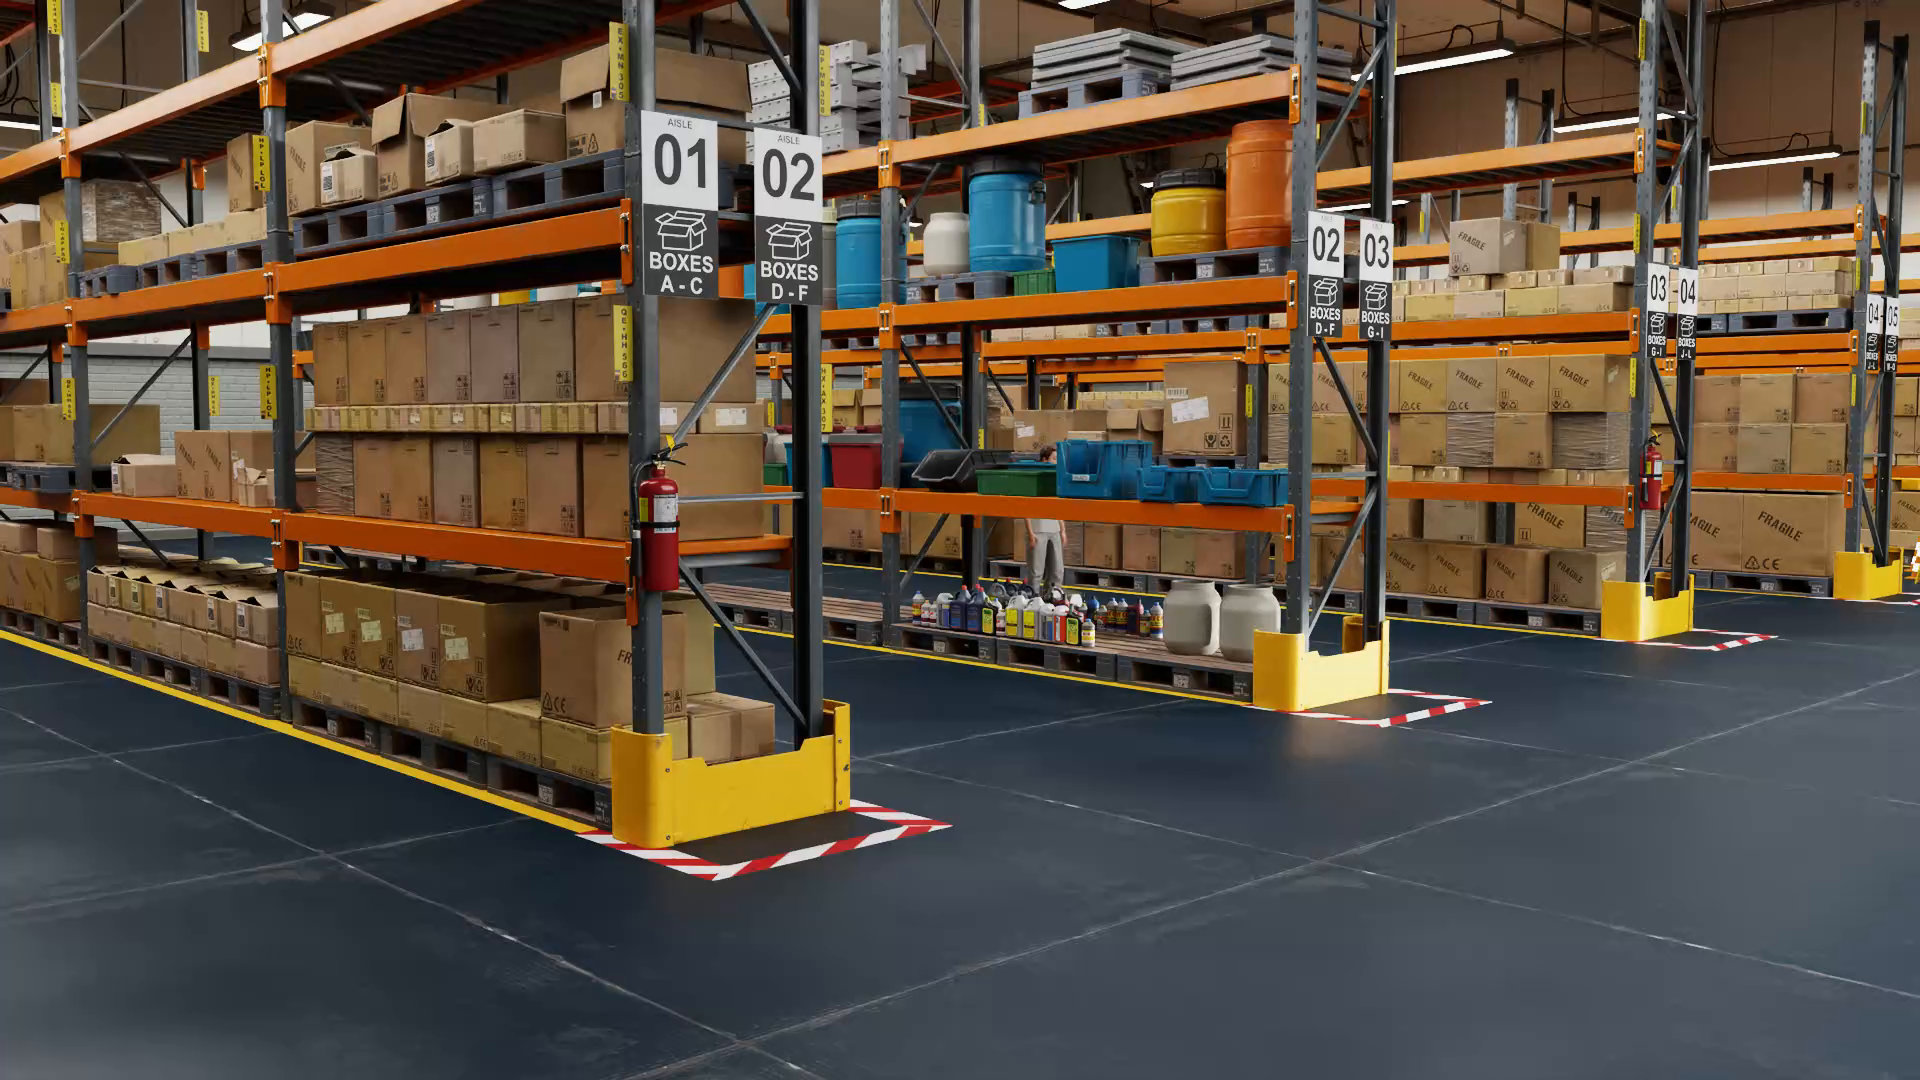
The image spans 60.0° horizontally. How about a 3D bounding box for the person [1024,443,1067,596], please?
[{"bbox_3d":[0.773,-0.032,15.136,0.514,1.648,0.360,-4,5,-42],"label":"person"}]
